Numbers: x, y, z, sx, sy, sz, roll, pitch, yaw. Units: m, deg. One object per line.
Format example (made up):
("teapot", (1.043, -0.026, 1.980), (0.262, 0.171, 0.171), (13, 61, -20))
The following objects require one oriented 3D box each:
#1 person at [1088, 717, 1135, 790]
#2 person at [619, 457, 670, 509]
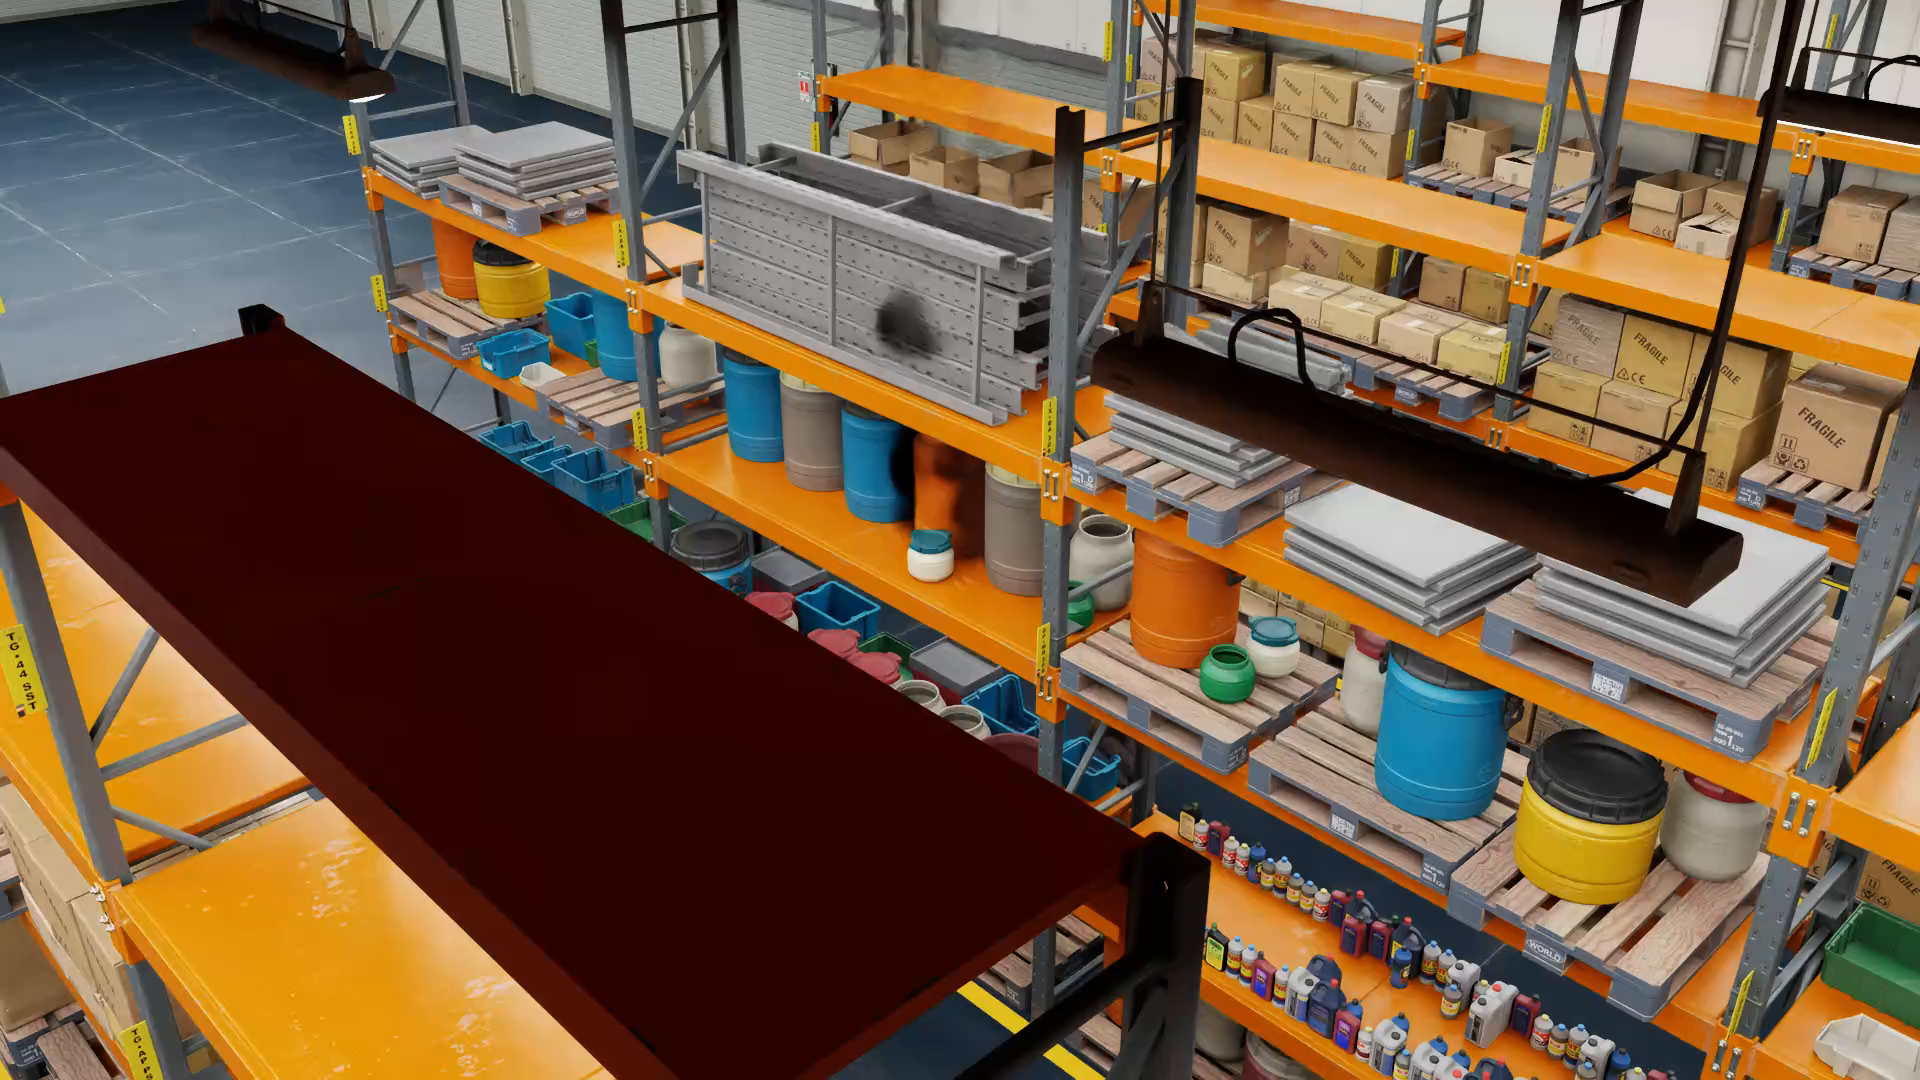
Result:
("person", (1.284, 1.233, 12.771), (0.522, 1.682, 0.719), (21, 35, 34))
("person", (-3.144, -0.777, 16.619), (0.612, 1.653, 0.596), (-24, 36, -37))
